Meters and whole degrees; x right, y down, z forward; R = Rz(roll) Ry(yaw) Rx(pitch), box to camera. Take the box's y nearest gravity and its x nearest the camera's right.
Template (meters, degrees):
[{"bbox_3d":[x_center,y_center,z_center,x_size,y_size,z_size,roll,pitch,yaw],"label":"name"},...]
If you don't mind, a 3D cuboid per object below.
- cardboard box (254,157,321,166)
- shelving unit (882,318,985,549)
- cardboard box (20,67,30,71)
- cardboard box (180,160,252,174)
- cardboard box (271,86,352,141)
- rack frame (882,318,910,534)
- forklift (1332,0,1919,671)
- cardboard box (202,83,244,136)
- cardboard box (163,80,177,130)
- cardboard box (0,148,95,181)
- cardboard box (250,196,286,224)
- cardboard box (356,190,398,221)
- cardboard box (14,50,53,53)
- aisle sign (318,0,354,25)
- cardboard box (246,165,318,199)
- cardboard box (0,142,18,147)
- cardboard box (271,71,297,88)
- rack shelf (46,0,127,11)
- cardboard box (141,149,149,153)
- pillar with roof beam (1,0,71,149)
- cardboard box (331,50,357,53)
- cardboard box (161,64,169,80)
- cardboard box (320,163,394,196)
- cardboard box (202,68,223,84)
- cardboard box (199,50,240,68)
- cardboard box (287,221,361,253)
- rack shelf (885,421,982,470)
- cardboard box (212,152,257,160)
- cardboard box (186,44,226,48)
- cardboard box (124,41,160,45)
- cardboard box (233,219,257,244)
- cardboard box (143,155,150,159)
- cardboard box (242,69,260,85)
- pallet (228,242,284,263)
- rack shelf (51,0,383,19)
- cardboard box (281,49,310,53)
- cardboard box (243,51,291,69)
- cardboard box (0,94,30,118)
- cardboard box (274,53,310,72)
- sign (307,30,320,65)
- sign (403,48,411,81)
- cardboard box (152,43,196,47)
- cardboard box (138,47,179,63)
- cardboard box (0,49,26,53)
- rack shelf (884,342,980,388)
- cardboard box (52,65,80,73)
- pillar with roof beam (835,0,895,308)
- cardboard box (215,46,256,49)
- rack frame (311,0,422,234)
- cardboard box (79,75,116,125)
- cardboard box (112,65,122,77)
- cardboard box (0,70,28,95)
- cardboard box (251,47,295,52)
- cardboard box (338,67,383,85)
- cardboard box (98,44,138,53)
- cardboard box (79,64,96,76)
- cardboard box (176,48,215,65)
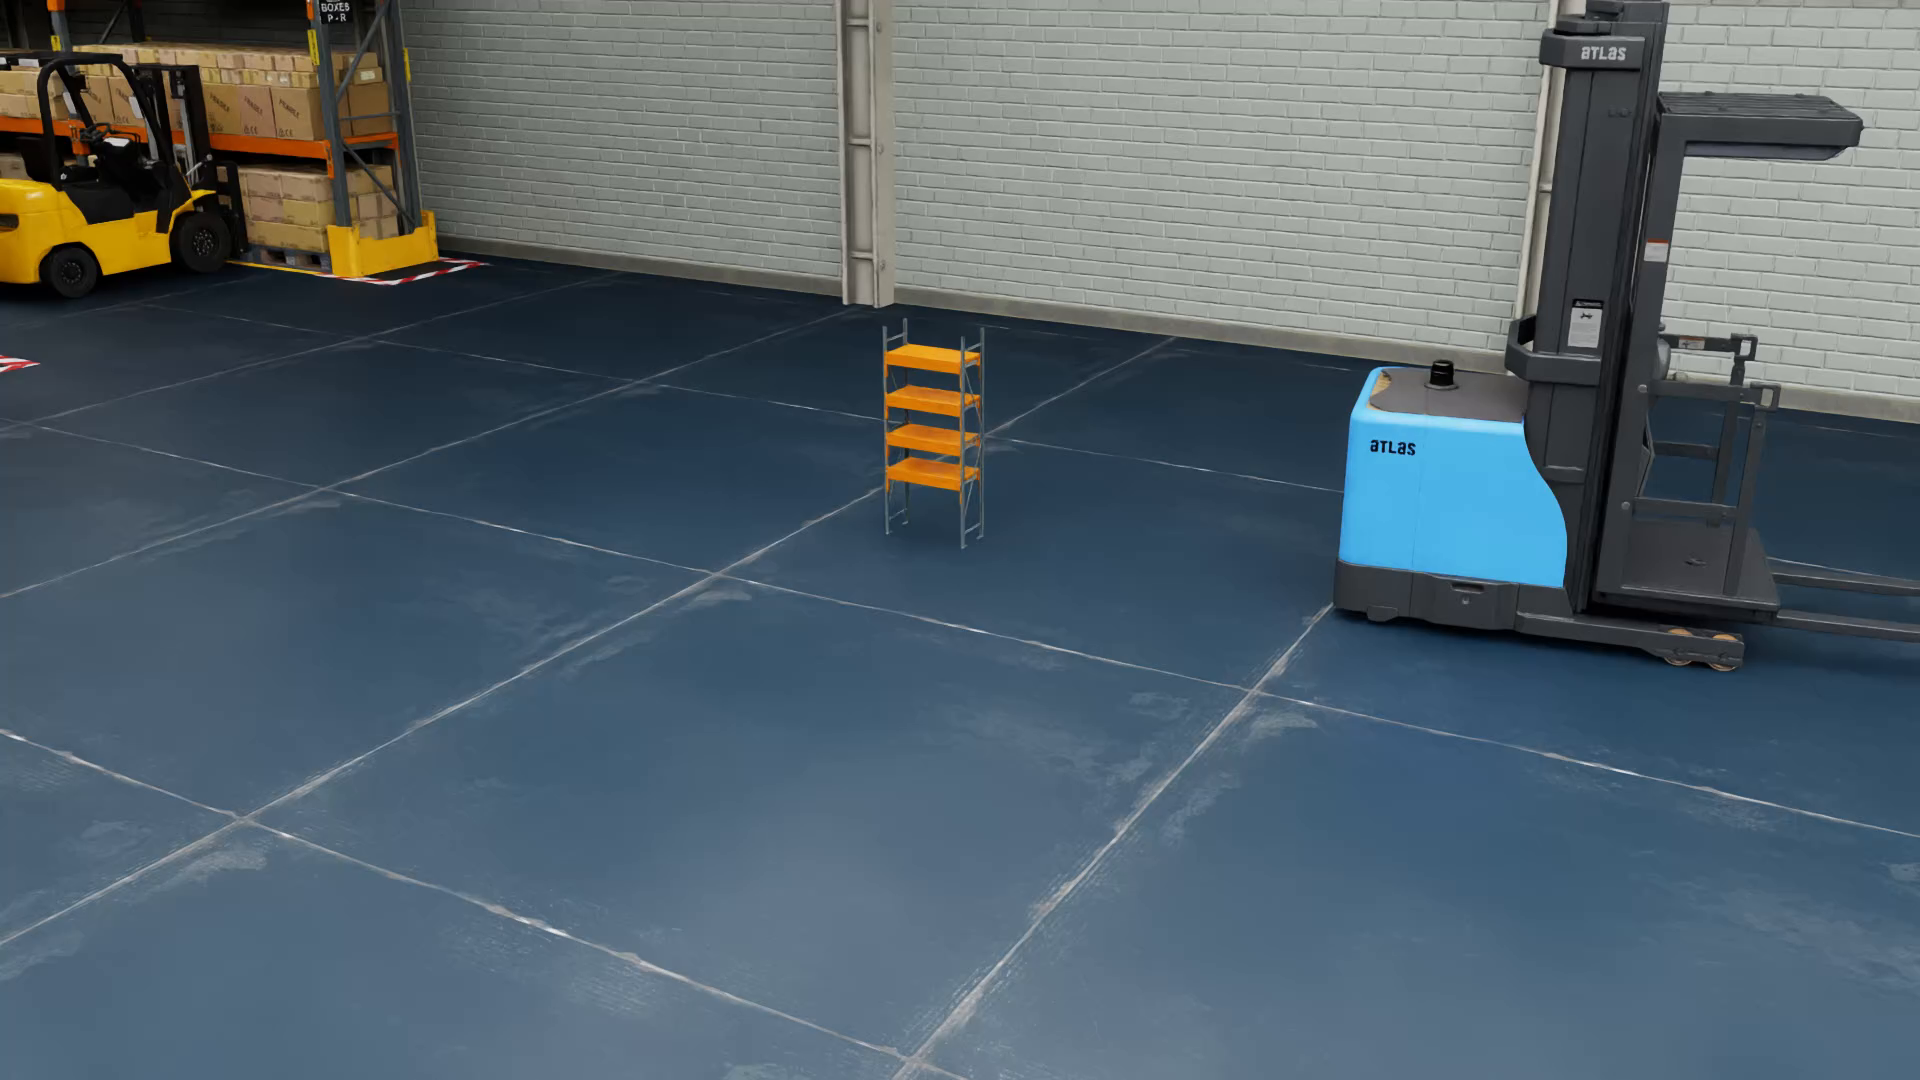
[{"bbox_3d":[-7.110,-3.901,17.670,0.500,0.250,0.500,11,22,27],"label":"cardboard box"},{"bbox_3d":[-0.145,-0.592,9.236,0.503,1.200,0.258,11,23,27],"label":"shelving unit"},{"bbox_3d":[-10.234,-5.323,18.543,0.250,0.149,0.380,11,23,27],"label":"cardboard box"},{"bbox_3d":[-7.800,-3.831,17.476,0.500,0.250,0.500,10,22,26],"label":"cardboard box"},{"bbox_3d":[-6.471,-4.272,16.597,0.500,0.500,0.500,10,22,26],"label":"cardboard box"},{"bbox_3d":[-0.358,-0.632,9.348,0.015,1.200,0.240,11,23,27],"label":"rack frame"},{"bbox_3d":[3.433,-0.975,7.755,3.031,2.935,1.130,7,21,18],"label":"forklift"},{"bbox_3d":[-7.367,-4.446,17.077,0.500,0.500,0.500,10,22,26],"label":"cardboard box"},{"bbox_3d":[-8.239,-4.616,17.546,0.500,0.500,0.500,11,22,27],"label":"cardboard box"},{"bbox_3d":[-10.540,-4.182,19.363,0.625,0.625,0.875,11,22,27],"label":"cardboard box"},{"bbox_3d":[-6.923,-3.436,17.121,0.500,0.250,0.500,11,22,27],"label":"cardboard box"},{"bbox_3d":[-6.222,-3.501,17.302,0.500,0.250,0.500,11,23,28],"label":"cardboard box"},{"bbox_3d":[-10.694,-5.589,19.275,0.250,0.149,0.380,11,22,27],"label":"cardboard box"},{"bbox_3d":[-5.999,-5.345,15.889,0.004,0.787,0.394,11,23,27],"label":"aisle sign"},{"bbox_3d":[-6.916,-3.663,17.015,0.500,0.250,0.500,11,23,28],"label":"cardboard box"},{"bbox_3d":[-11.785,-4.419,20.014,0.625,0.625,0.875,12,23,29],"label":"cardboard box"},{"bbox_3d":[-6.590,-4.581,16.498,0.250,0.149,0.380,11,23,28],"label":"cardboard box"},{"bbox_3d":[-11.151,-6.291,18.965,4.000,0.370,1.077,11,23,27],"label":"rack shelf"},{"bbox_3d":[-8.881,-4.237,18.597,0.500,0.250,0.500,11,23,28],"label":"cardboard box"},{"bbox_3d":[-13.419,-7.142,15.857,0.400,9.000,9.100,11,23,27],"label":"pillar with roof beam"},{"bbox_3d":[-6.304,-4.895,16.928,0.250,0.149,0.380,12,23,29],"label":"cardboard box"},{"bbox_3d":[-8.152,-4.886,17.337,0.250,0.149,0.380,10,22,26],"label":"cardboard box"},{"bbox_3d":[-6.240,-3.732,17.206,0.500,0.250,0.500,10,22,26],"label":"cardboard box"},{"bbox_3d":[-7.484,-4.754,16.973,0.250,0.149,0.380,11,23,28],"label":"cardboard box"},{"bbox_3d":[-7.491,-4.892,16.919,0.250,0.149,0.380,11,23,28],"label":"cardboard box"},{"bbox_3d":[-6.477,-3.110,16.957,0.500,0.250,0.500,11,23,28],"label":"cardboard box"},{"bbox_3d":[-0.145,-0.528,9.259,0.480,0.148,0.258,11,23,27],"label":"rack shelf"},{"bbox_3d":[-7.996,-4.069,18.134,0.500,0.250,0.500,11,23,28],"label":"cardboard box"},{"bbox_3d":[-8.077,-5.249,17.902,0.250,0.149,0.380,10,22,26],"label":"cardboard box"},{"bbox_3d":[-8.979,-5.415,18.361,0.250,0.149,0.380,11,23,27],"label":"cardboard box"},{"bbox_3d":[-7.339,-3.282,17.429,0.500,0.250,0.500,11,23,28],"label":"cardboard box"},{"bbox_3d":[-8.694,-3.999,17.942,0.500,0.250,0.500,11,23,27],"label":"cardboard box"},{"bbox_3d":[-6.997,-4.687,16.790,0.250,0.149,0.380,11,22,27],"label":"cardboard box"},{"bbox_3d":[-7.662,-3.228,17.955,1.213,0.211,1.003,11,23,27],"label":"pallet"},{"bbox_3d":[-7.659,-5.626,17.132,4.000,0.370,1.077,11,23,27],"label":"rack shelf"},{"bbox_3d":[-6.760,-4.971,17.137,0.250,0.149,0.380,11,23,28],"label":"cardboard box"},{"bbox_3d":[-6.982,-4.841,16.777,0.250,0.149,0.380,11,23,28],"label":"cardboard box"},{"bbox_3d":[-10.414,-4.904,18.705,0.500,0.250,0.500,11,22,27],"label":"cardboard box"},{"bbox_3d":[-6.559,-4.742,16.504,0.250,0.149,0.380,11,23,27],"label":"cardboard box"},{"bbox_3d":[-6.190,-4.718,15.927,0.005,0.325,0.100,11,23,27],"label":"sign"},{"bbox_3d":[-5.637,-4.830,16.895,0.005,0.325,0.100,11,23,27],"label":"sign"},{"bbox_3d":[-8.542,-5.321,18.101,0.250,0.149,0.380,11,22,27],"label":"cardboard box"},{"bbox_3d":[-8.358,-5.072,17.415,0.250,0.149,0.380,10,22,26],"label":"cardboard box"},{"bbox_3d":[-11.165,-5.660,19.472,0.250,0.149,0.380,12,23,29],"label":"cardboard box"},{"bbox_3d":[-0.145,-0.961,9.102,0.480,0.148,0.258,11,23,27],"label":"rack shelf"},{"bbox_3d":[-9.811,-5.229,18.284,0.250,0.149,0.380,12,23,29],"label":"cardboard box"},{"bbox_3d":[-2.943,-5.146,10.356,0.400,9.000,9.100,11,23,27],"label":"pillar with roof beam"},{"bbox_3d":[-7.671,-5.141,17.605,0.250,0.149,0.380,12,23,29],"label":"cardboard box"},{"bbox_3d":[-5.913,-4.221,16.603,0.127,3.000,1.000,11,23,27],"label":"rack frame"},{"bbox_3d":[-9.145,-4.782,18.003,0.500,0.500,0.500,10,22,26],"label":"cardboard box"},{"bbox_3d":[-8.787,-5.029,17.734,0.250,0.149,0.380,11,23,27],"label":"cardboard box"},{"bbox_3d":[-10.411,-5.140,18.623,0.500,0.250,0.500,10,22,26],"label":"cardboard box"},{"bbox_3d":[-7.183,-5.081,17.439,0.250,0.149,0.380,10,22,26],"label":"cardboard box"},{"bbox_3d":[-6.082,-4.707,16.844,0.250,0.149,0.380,10,22,26],"label":"cardboard box"},{"bbox_3d":[-8.990,-5.226,17.838,0.250,0.149,0.380,11,23,28],"label":"cardboard box"},{"bbox_3d":[-9.255,-5.107,17.948,0.250,0.149,0.380,10,22,26],"label":"cardboard box"},{"bbox_3d":[-7.882,-5.010,17.244,0.250,0.149,0.380,11,23,28],"label":"cardboard box"}]
